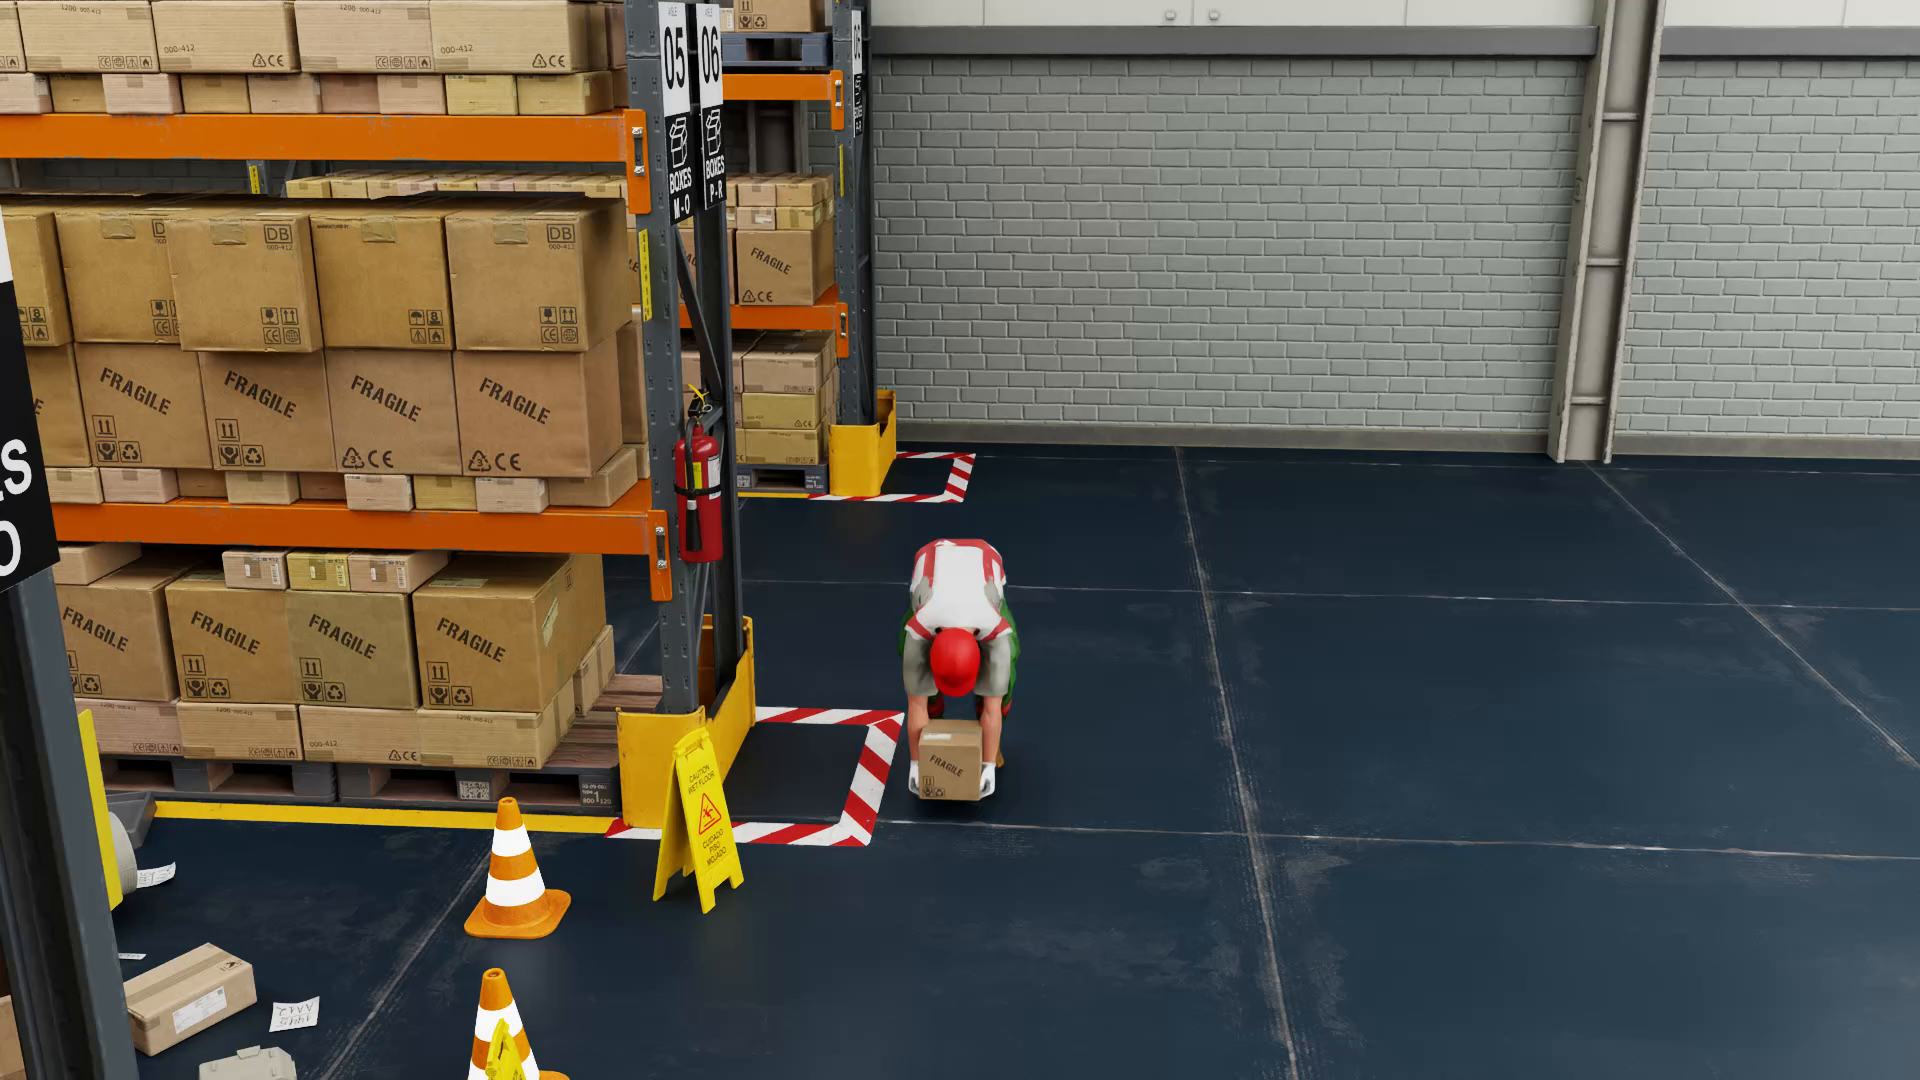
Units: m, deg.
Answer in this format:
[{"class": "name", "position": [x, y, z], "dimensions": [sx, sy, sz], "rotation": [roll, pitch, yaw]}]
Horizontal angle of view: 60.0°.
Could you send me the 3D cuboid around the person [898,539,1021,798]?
[{"class": "person", "position": [-0.006, 0.550, 7.065], "dimensions": [0.528, 0.997, 0.950], "rotation": [0, 17, 1]}]
